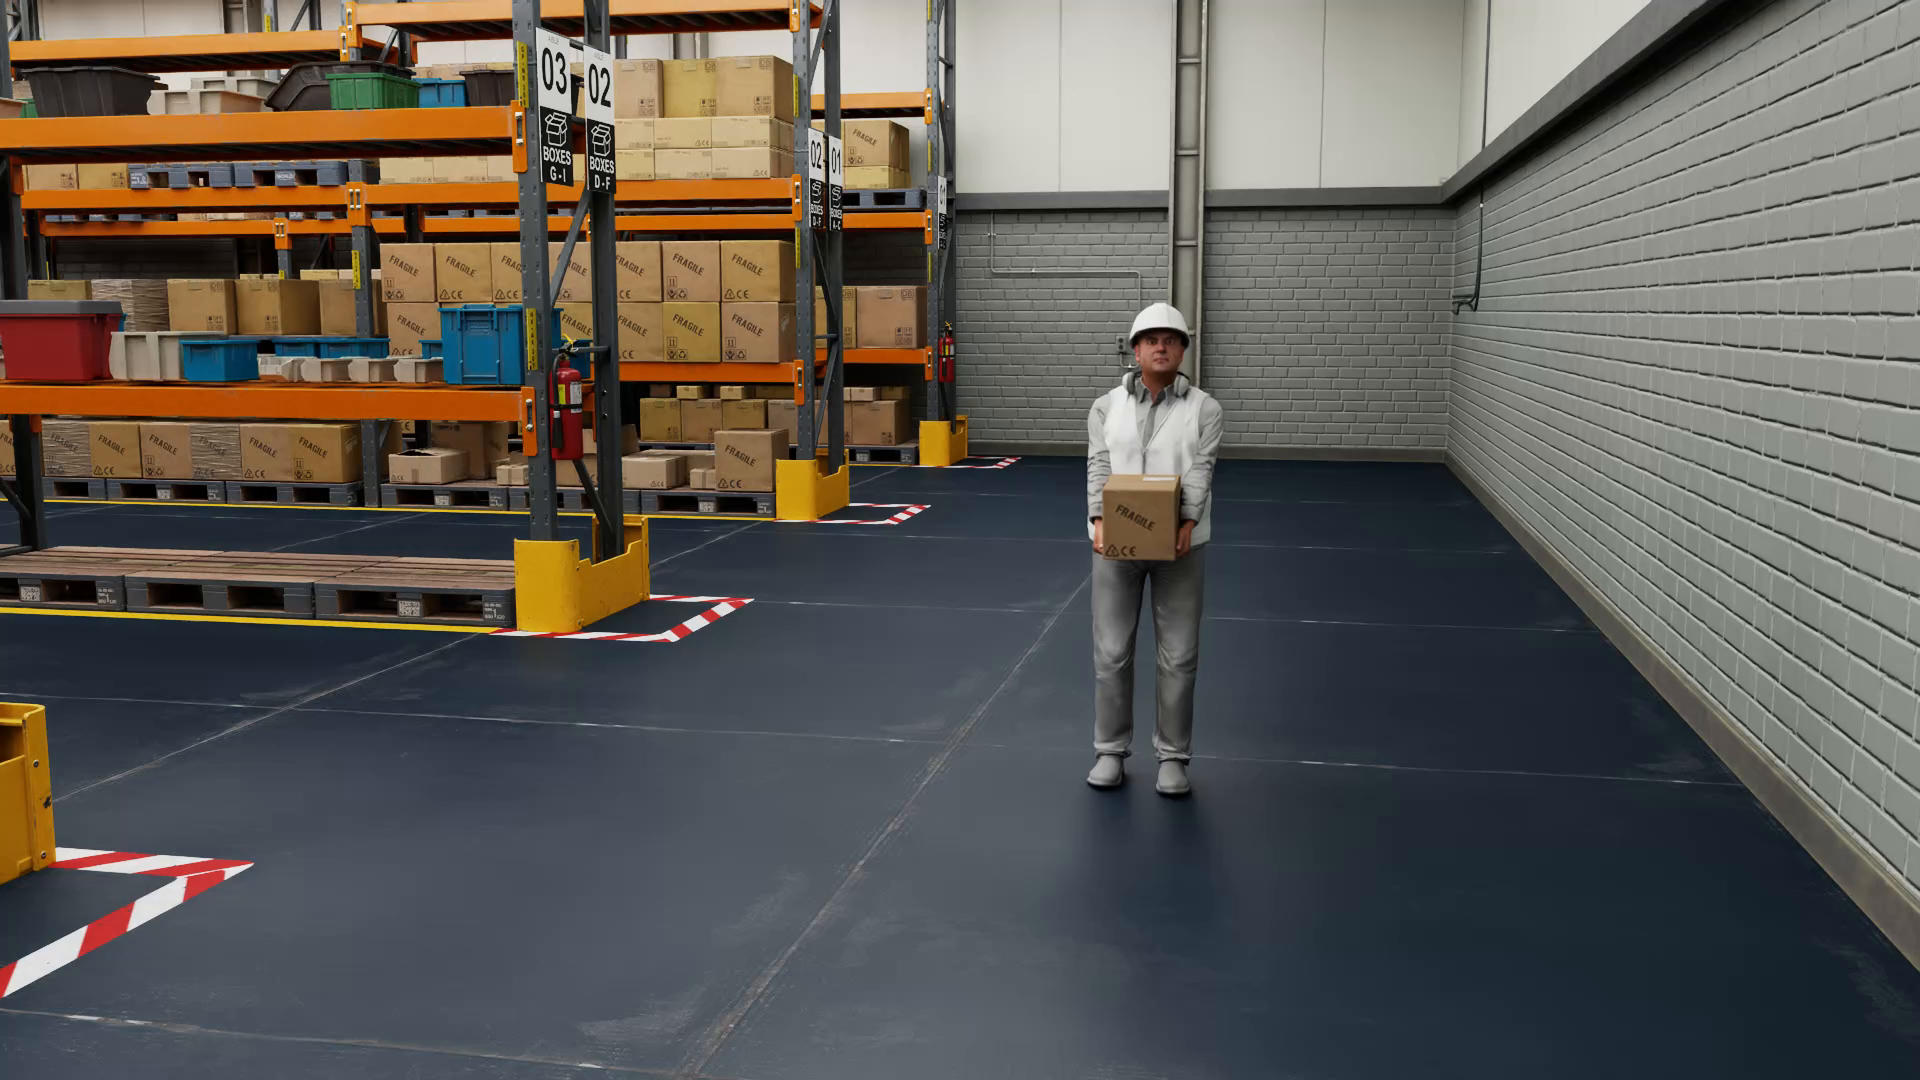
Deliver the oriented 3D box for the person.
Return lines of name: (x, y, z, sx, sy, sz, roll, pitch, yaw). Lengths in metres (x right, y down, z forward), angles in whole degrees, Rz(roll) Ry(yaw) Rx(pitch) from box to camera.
person: (0.691, 0.033, 6.012, 0.494, 1.762, 0.556, 2, 8, 11)
